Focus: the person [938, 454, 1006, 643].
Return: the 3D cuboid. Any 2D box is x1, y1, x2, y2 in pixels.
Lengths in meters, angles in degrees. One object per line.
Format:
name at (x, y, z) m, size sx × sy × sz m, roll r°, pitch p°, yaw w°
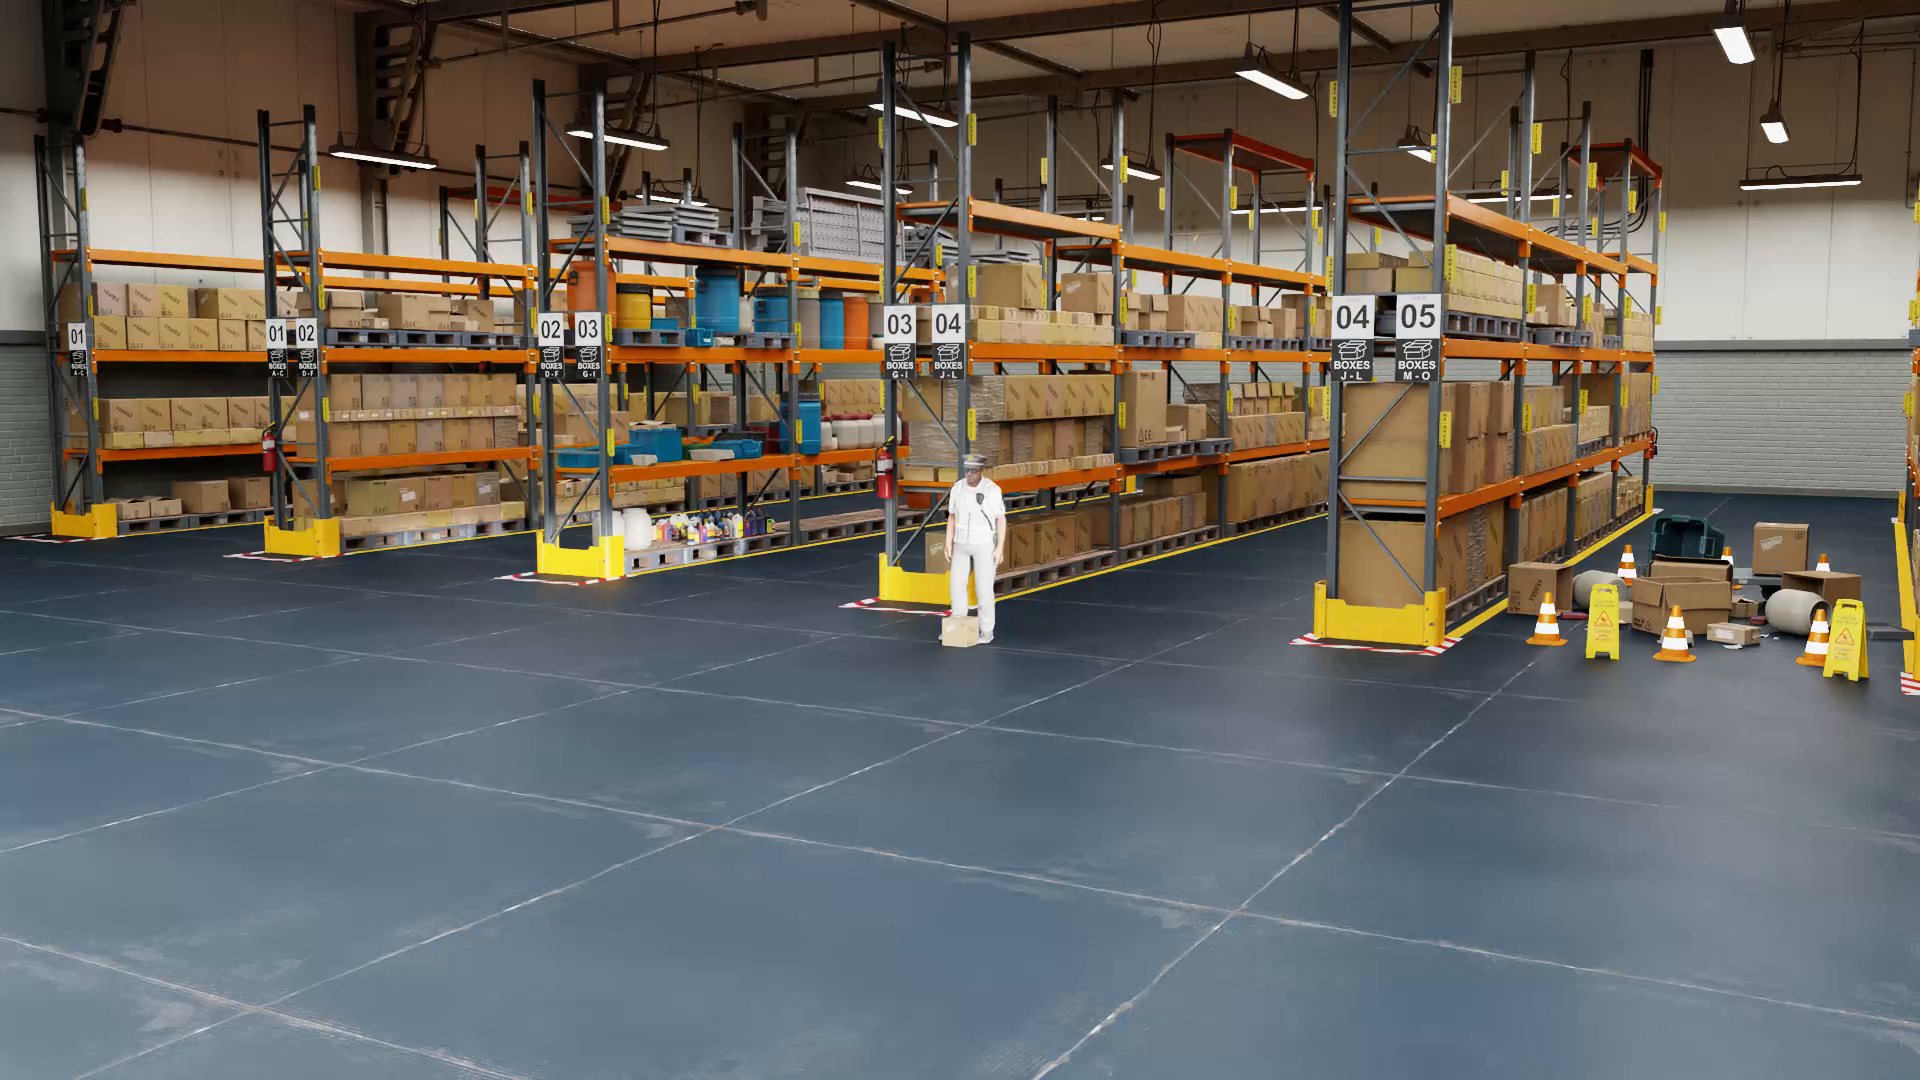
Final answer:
person at (0.137, 0.066, 15.450) m, size 0.606 × 1.747 × 0.436 m, roll 3°, pitch 6°, yaw 25°
